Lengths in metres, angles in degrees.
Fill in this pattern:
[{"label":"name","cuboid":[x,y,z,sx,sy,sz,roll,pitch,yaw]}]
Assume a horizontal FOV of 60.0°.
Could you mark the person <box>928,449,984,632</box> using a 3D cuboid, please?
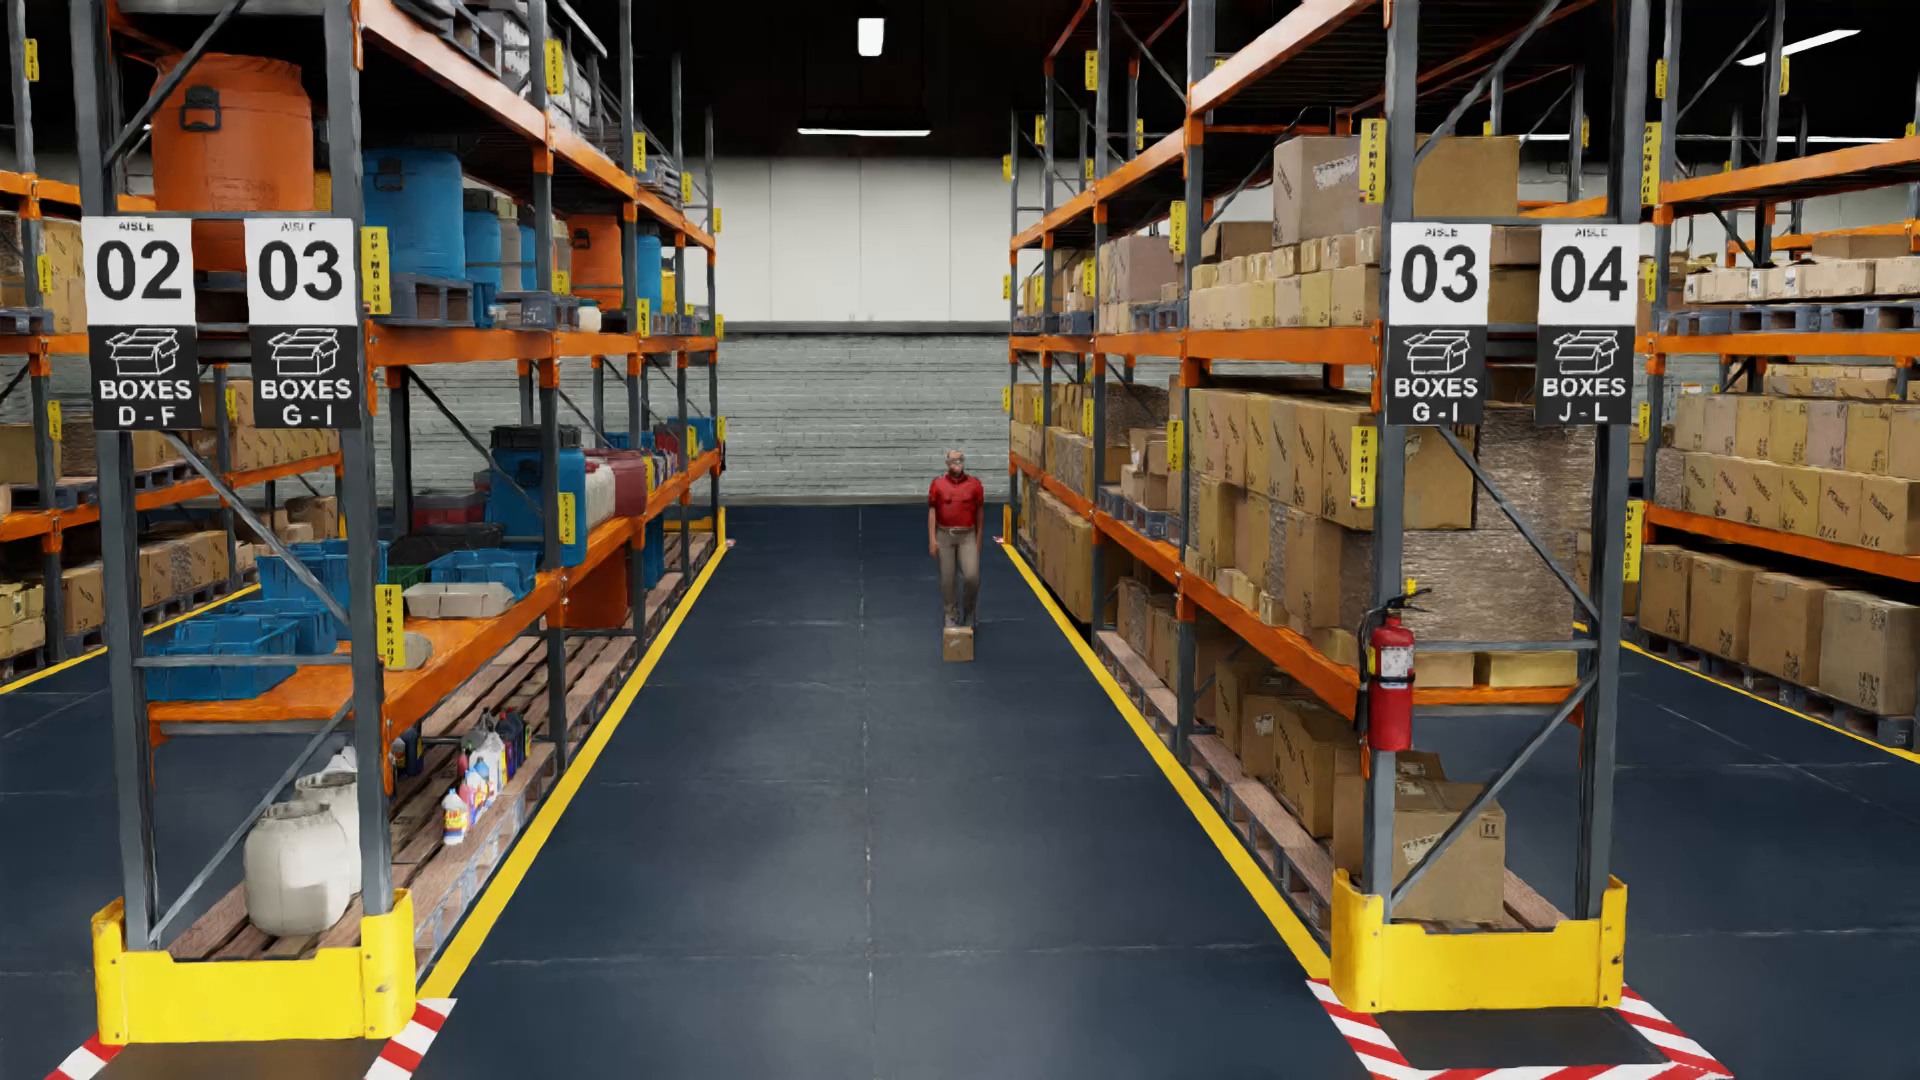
[{"label":"person","cuboid":[-0.035,0.022,15.584,0.531,1.743,0.444,0,7,0]}]
